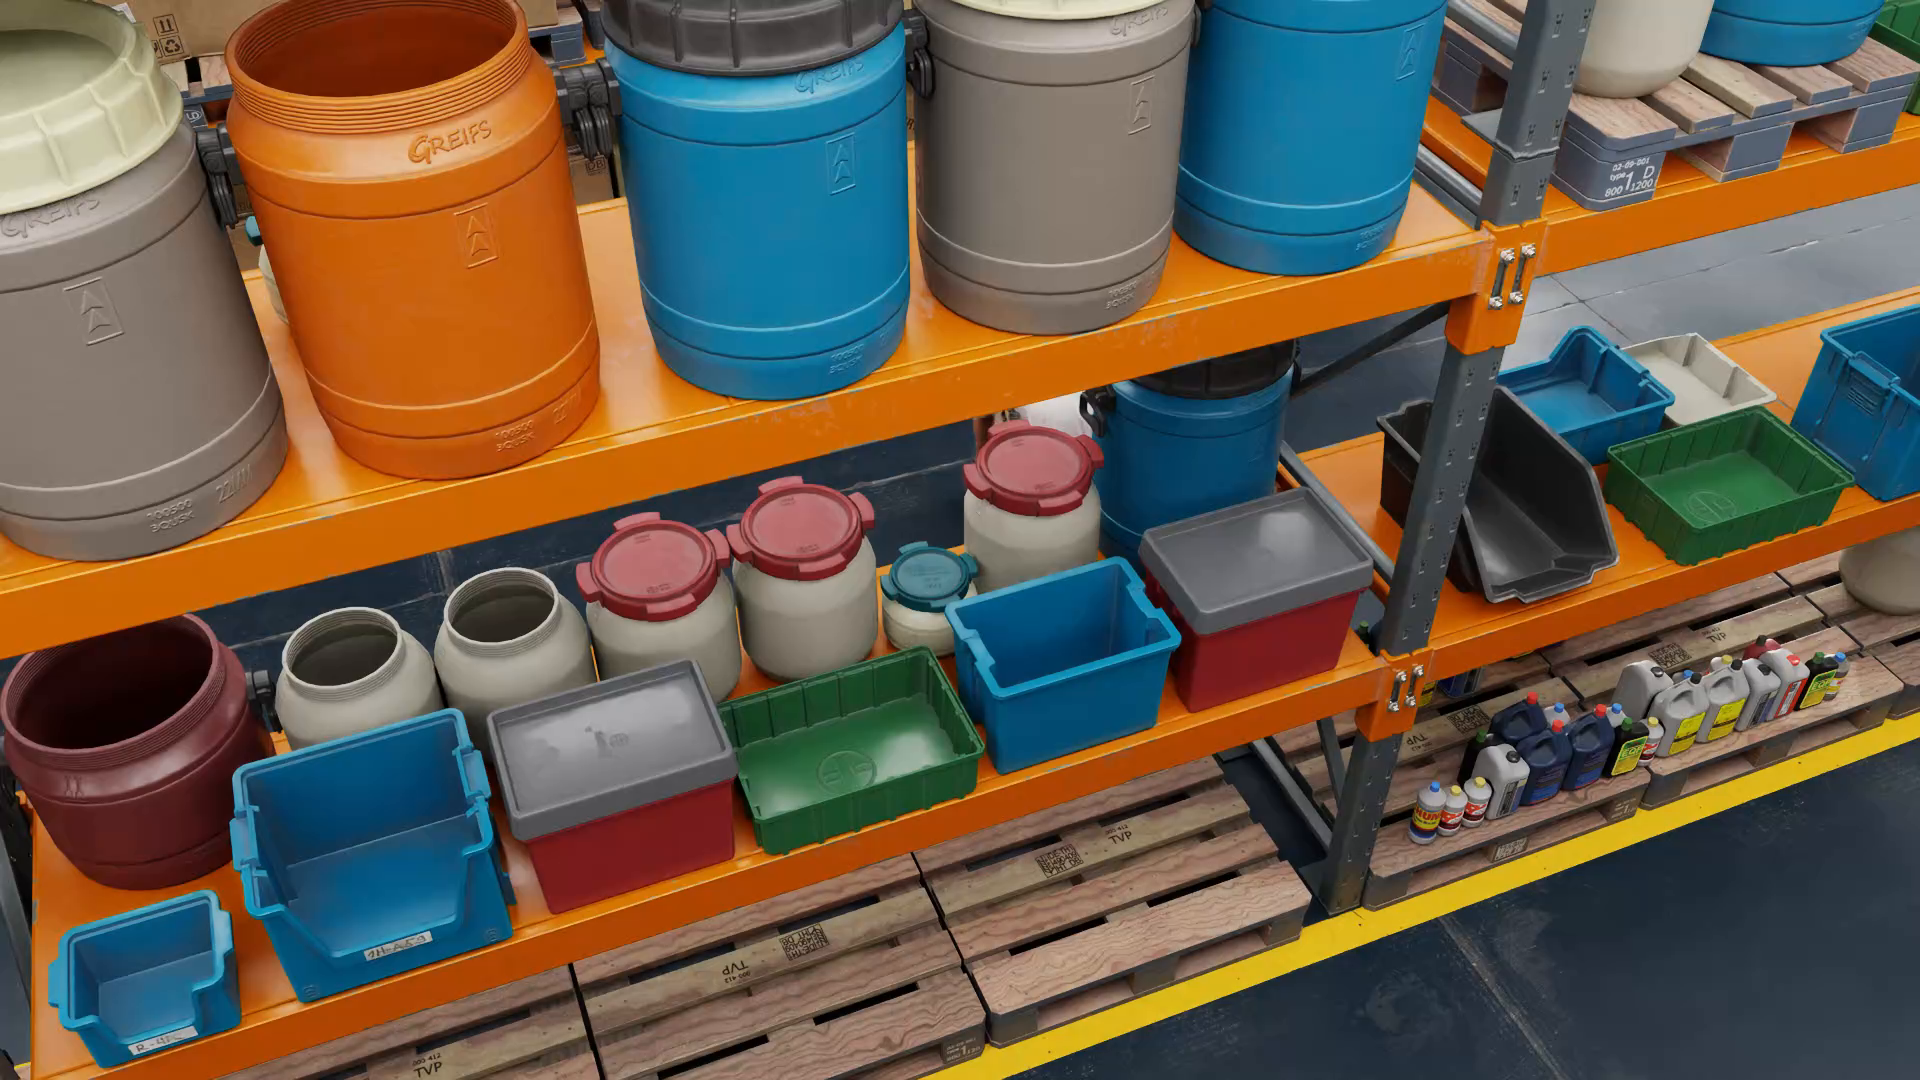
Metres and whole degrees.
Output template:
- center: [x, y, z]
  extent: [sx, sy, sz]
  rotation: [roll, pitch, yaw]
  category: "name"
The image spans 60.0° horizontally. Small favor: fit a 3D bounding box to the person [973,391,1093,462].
- center: [0.292, -0.459, 7.129]
  extent: [0.494, 1.152, 1.043]
  rotation: [-17, 44, -18]
  category: "person"
